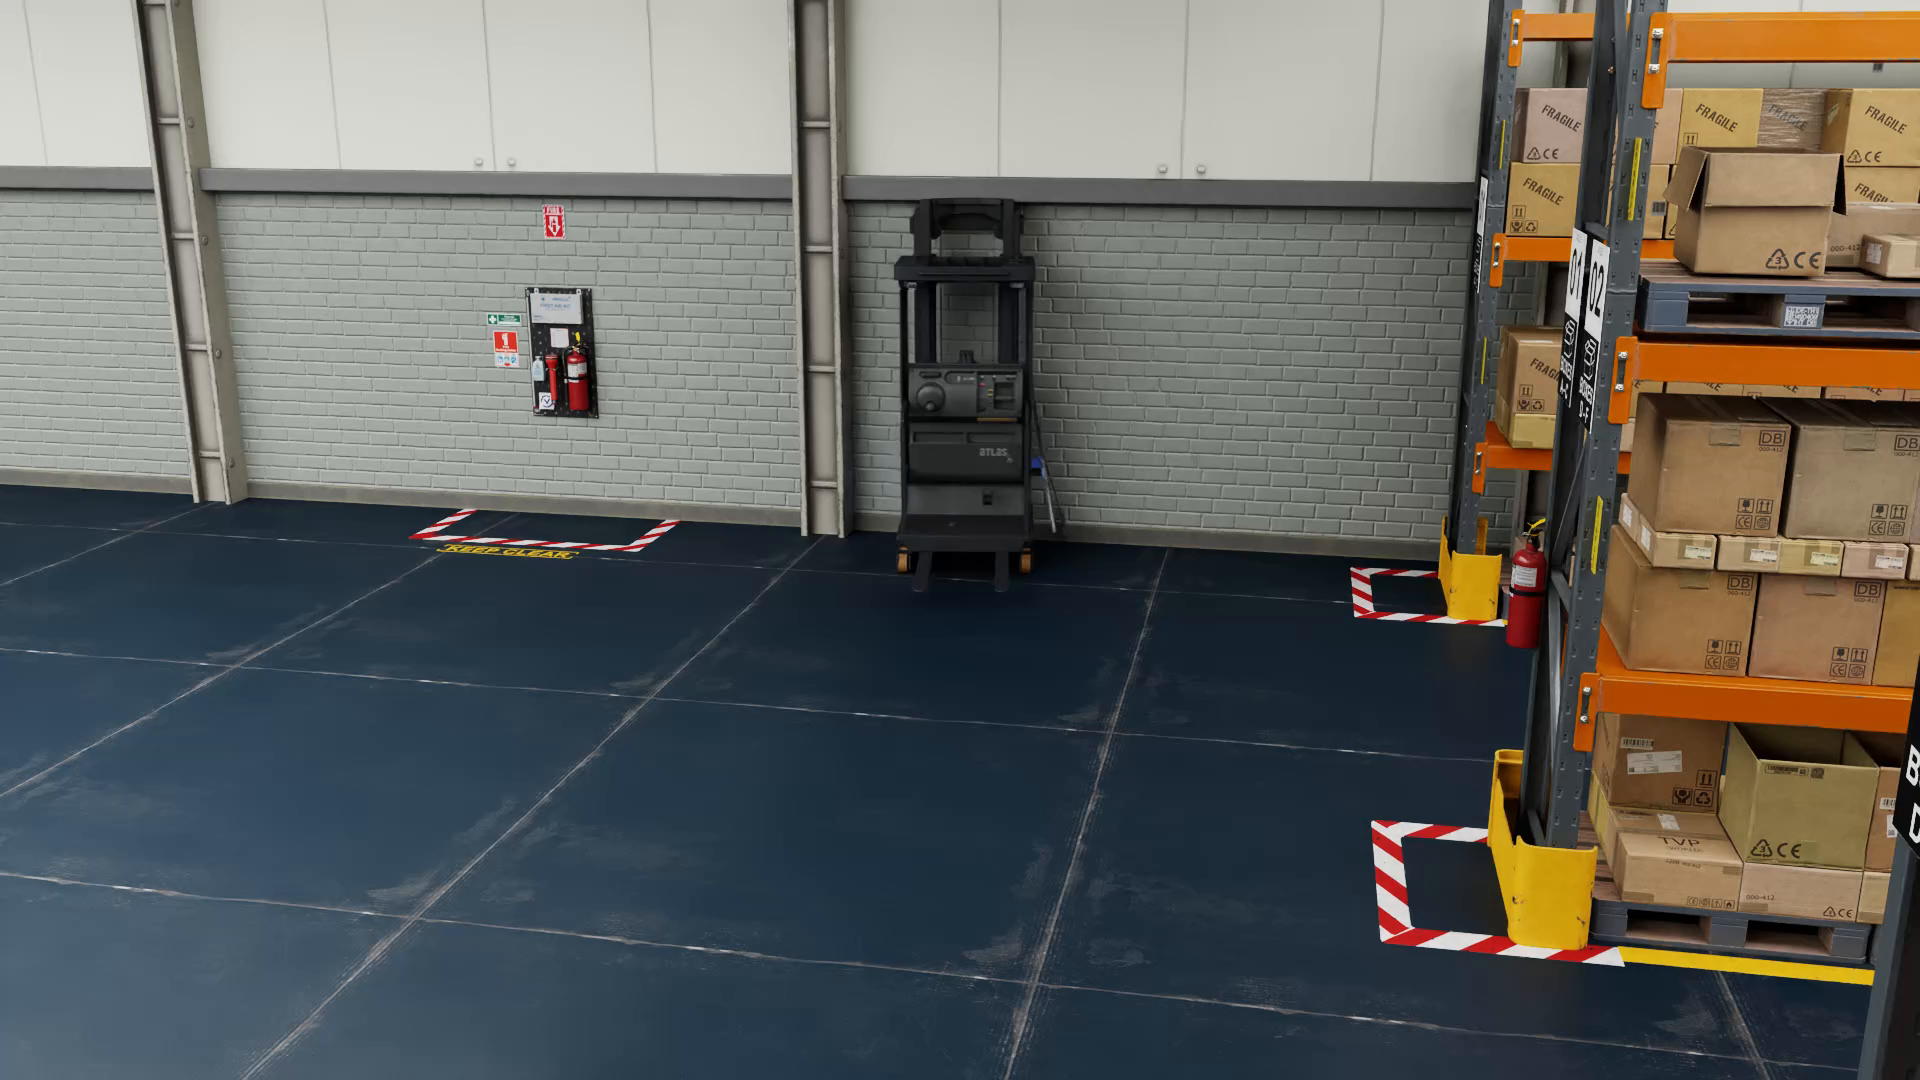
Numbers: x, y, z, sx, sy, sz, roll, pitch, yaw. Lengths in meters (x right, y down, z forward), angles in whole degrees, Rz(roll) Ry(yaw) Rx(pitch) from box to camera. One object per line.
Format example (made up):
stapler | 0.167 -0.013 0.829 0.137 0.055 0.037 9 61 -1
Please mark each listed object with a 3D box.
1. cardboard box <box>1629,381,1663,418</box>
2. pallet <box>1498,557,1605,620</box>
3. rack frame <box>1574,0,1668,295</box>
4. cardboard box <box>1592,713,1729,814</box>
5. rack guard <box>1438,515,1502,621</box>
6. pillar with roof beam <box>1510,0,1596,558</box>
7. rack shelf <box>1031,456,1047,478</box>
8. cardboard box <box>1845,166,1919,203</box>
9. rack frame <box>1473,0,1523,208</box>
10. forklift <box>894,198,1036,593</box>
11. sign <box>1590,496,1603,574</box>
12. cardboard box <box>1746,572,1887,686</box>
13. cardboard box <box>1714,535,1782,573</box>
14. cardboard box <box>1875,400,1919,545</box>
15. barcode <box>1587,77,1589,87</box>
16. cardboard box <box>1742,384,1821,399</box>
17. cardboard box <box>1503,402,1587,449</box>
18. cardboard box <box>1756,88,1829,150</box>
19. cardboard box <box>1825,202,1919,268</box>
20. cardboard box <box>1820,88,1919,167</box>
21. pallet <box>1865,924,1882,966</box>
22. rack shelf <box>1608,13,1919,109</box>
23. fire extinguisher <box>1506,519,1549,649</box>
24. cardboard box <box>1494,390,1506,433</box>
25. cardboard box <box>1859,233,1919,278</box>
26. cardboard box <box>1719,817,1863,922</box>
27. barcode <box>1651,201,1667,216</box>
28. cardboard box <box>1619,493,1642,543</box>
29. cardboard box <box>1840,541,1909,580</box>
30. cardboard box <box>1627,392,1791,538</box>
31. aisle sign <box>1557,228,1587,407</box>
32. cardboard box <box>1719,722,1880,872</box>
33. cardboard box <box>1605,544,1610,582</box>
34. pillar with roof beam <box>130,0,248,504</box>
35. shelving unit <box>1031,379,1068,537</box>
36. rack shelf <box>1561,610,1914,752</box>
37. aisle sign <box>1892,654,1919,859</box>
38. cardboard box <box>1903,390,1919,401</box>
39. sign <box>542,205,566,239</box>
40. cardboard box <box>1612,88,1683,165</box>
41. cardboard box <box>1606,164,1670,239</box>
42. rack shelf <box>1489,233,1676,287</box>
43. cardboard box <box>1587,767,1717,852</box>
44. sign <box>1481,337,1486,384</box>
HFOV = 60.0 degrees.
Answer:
cardboard box | 4.738 -1.173 11.945 0.500 0.500 0.500 3 16 11
pallet | 4.712 0.394 12.676 1.213 0.211 1.003 3 16 11
rack frame | 2.865 -2.602 7.028 0.127 3.000 1.000 3 16 11
cardboard box | 3.450 1.001 8.217 0.500 0.500 0.500 3 16 11
rack guard | 3.923 0.202 12.827 0.348 0.500 1.175 3 16 11
pillar with roof beam | 3.849 -2.961 8.323 0.400 9.000 9.100 3 16 11
rack shelf | 0.284 -0.515 14.344 1.000 0.185 0.538 -10 -6 14
cardboard box | 6.180 -2.309 11.366 0.500 0.500 0.500 2 16 9
rack frame | 3.848 -3.898 11.707 0.127 3.000 1.000 3 16 11
forklift | 0.045 -1.221 13.411 1.130 2.935 3.031 0 15 1
sign | 2.748 -0.021 7.179 0.005 0.325 0.100 3 16 11
cardboard box | 3.835 0.296 7.617 0.500 0.500 0.700 4 16 13
cardboard box | 3.466 0.019 7.402 0.250 0.149 0.380 3 16 10
cardboard box | 4.382 -0.300 7.338 0.500 0.500 0.700 3 16 11
barcode | 4.644 -3.364 12.216 0.075 0.075 0.001 3 16 11
cardboard box | 5.752 -1.119 11.752 0.500 0.500 0.500 4 16 13
cardboard box | 4.263 -0.835 12.131 0.500 0.250 0.500 3 16 9
cardboard box | 5.830 -2.951 11.808 0.500 0.500 0.500 3 16 11
cardboard box | 4.046 -1.362 7.401 0.500 0.250 0.500 3 16 11
cardboard box | 6.170 -2.786 11.215 0.500 0.500 0.500 3 16 9
pallet | 4.814 1.728 7.857 1.213 0.211 1.003 3 16 11
rack shelf | 4.825 -1.956 6.793 4.000 0.370 1.077 3 16 11
fire extinguisher | 2.841 0.199 8.300 0.183 0.674 0.296 3 16 11
cardboard box | 4.345 -0.970 12.618 0.500 0.250 0.500 3 16 12
cardboard box | 3.983 -1.196 6.994 0.250 0.149 0.380 3 16 11
cardboard box | 3.837 1.524 7.734 0.500 0.250 0.500 3 16 11
barcode | 3.257 -1.546 7.748 0.075 0.075 0.001 3 16 11
cardboard box | 3.277 -0.101 7.835 0.250 0.149 0.380 3 16 10
cardboard box | 3.957 0.047 7.302 0.250 0.149 0.380 3 16 10
cardboard box | 3.372 -0.353 7.530 0.500 0.500 0.700 3 16 11
aisle sign | 2.859 -1.044 7.771 0.004 0.787 0.394 3 16 11
cardboard box | 3.836 1.163 7.632 0.500 0.500 0.500 3 16 11
cardboard box | 5.067 0.168 12.480 0.500 0.311 0.500 4 16 16
pillar with roof beam | -7.911 -3.599 10.628 0.400 9.000 9.100 3 16 11
shelving unit | 0.256 -0.692 14.362 1.048 1.500 0.538 -10 -6 14
rack shelf | 4.825 0.742 7.540 4.000 0.370 1.077 3 16 11
aisle sign | 1.863 0.251 3.099 0.004 0.787 0.394 3 16 11
cardboard box | 6.753 -1.062 11.546 0.500 0.500 0.500 3 16 11
sign | -3.575 -2.800 14.639 0.199 0.298 0.001 3 16 11
cardboard box | 4.659 -2.868 11.510 0.500 0.500 0.500 3 16 10
cardboard box | 4.645 -2.389 11.654 0.500 0.500 0.500 4 16 15
rack shelf | 5.808 -1.999 11.819 4.000 0.370 1.077 3 16 11
cardboard box | 3.449 1.363 8.316 0.500 0.250 0.500 3 16 11
sign | 3.740 -1.282 11.879 0.005 0.325 0.100 3 16 11
